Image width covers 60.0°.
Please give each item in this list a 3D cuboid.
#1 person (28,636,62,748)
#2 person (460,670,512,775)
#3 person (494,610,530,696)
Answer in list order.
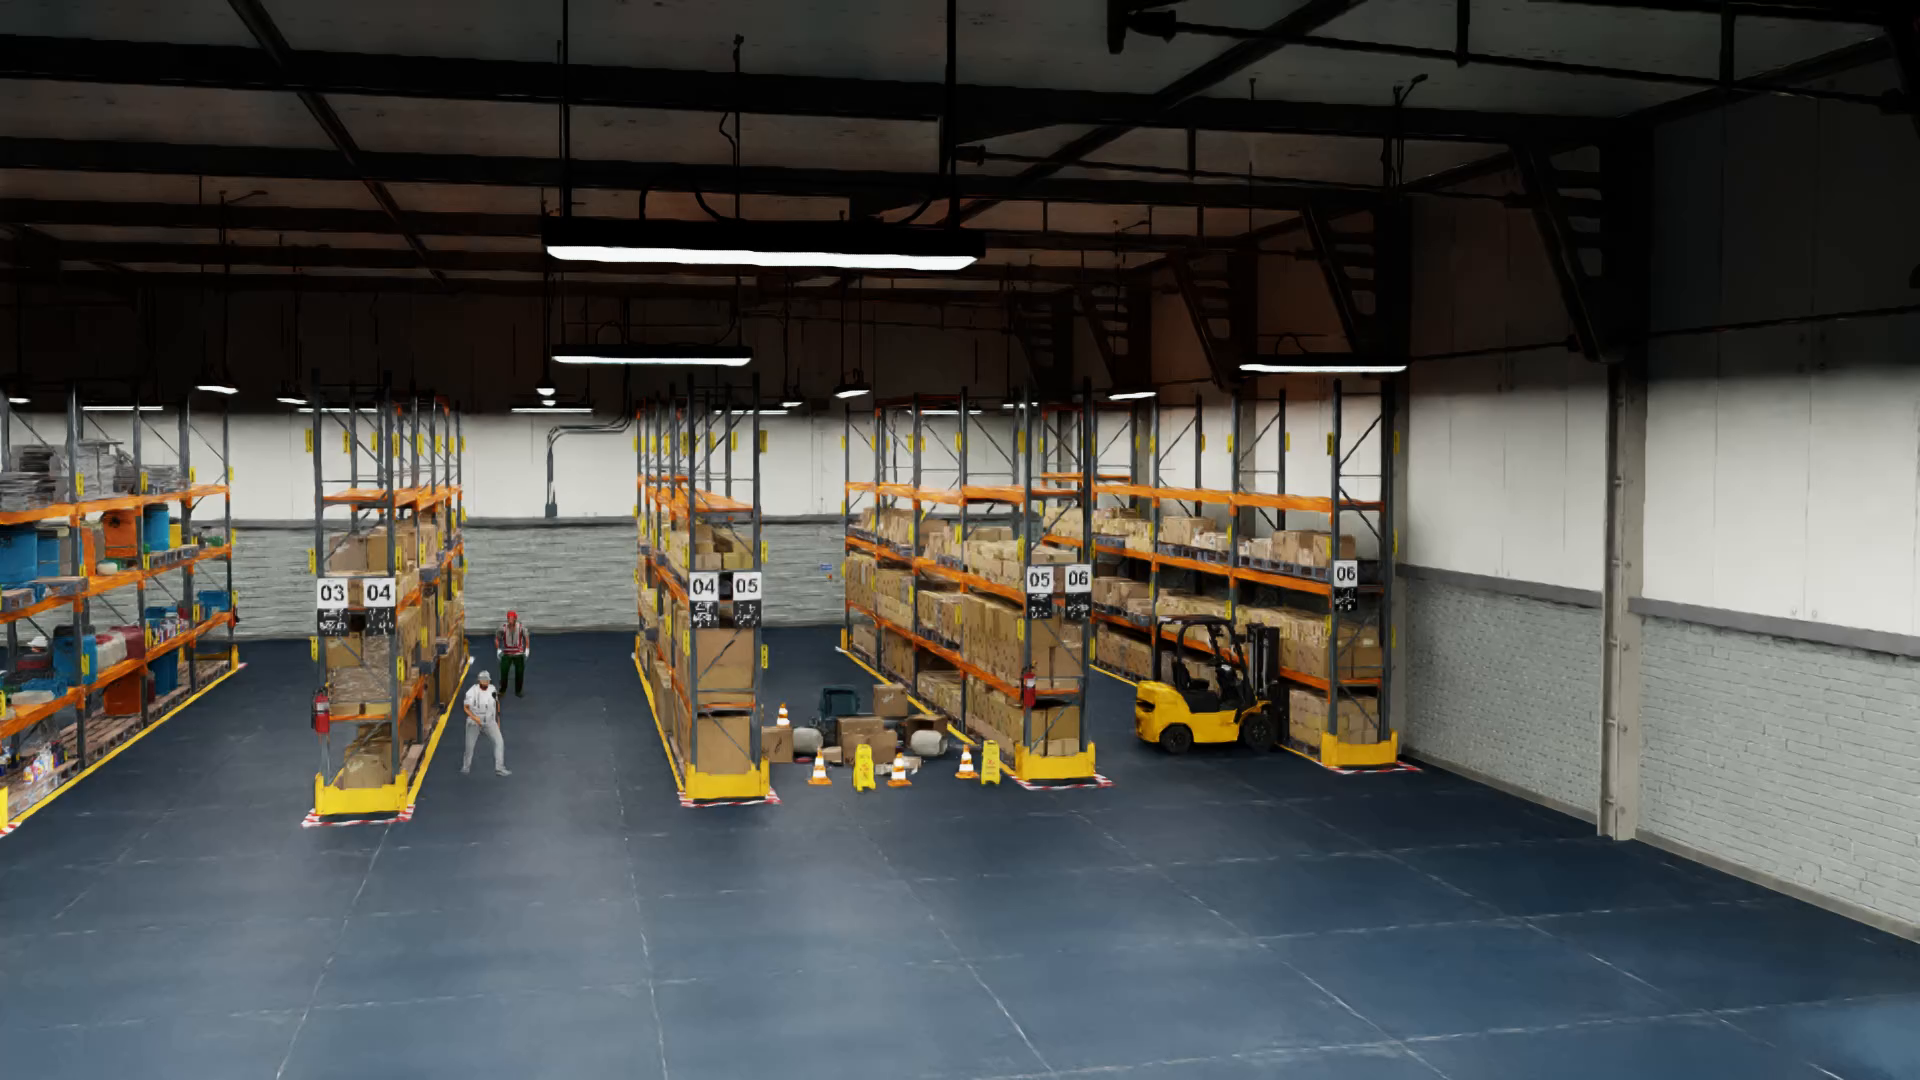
[{"bbox_3d":[-14.414,2.390,26.154,0.489,1.774,0.589,-1,4,-21],"label":"person"},{"bbox_3d":[-7.213,2.743,25.162,0.655,1.594,0.823,-2,4,-31],"label":"person"},{"bbox_3d":[-8.843,2.244,32.841,0.677,1.742,0.551,-1,3,-15],"label":"person"}]
